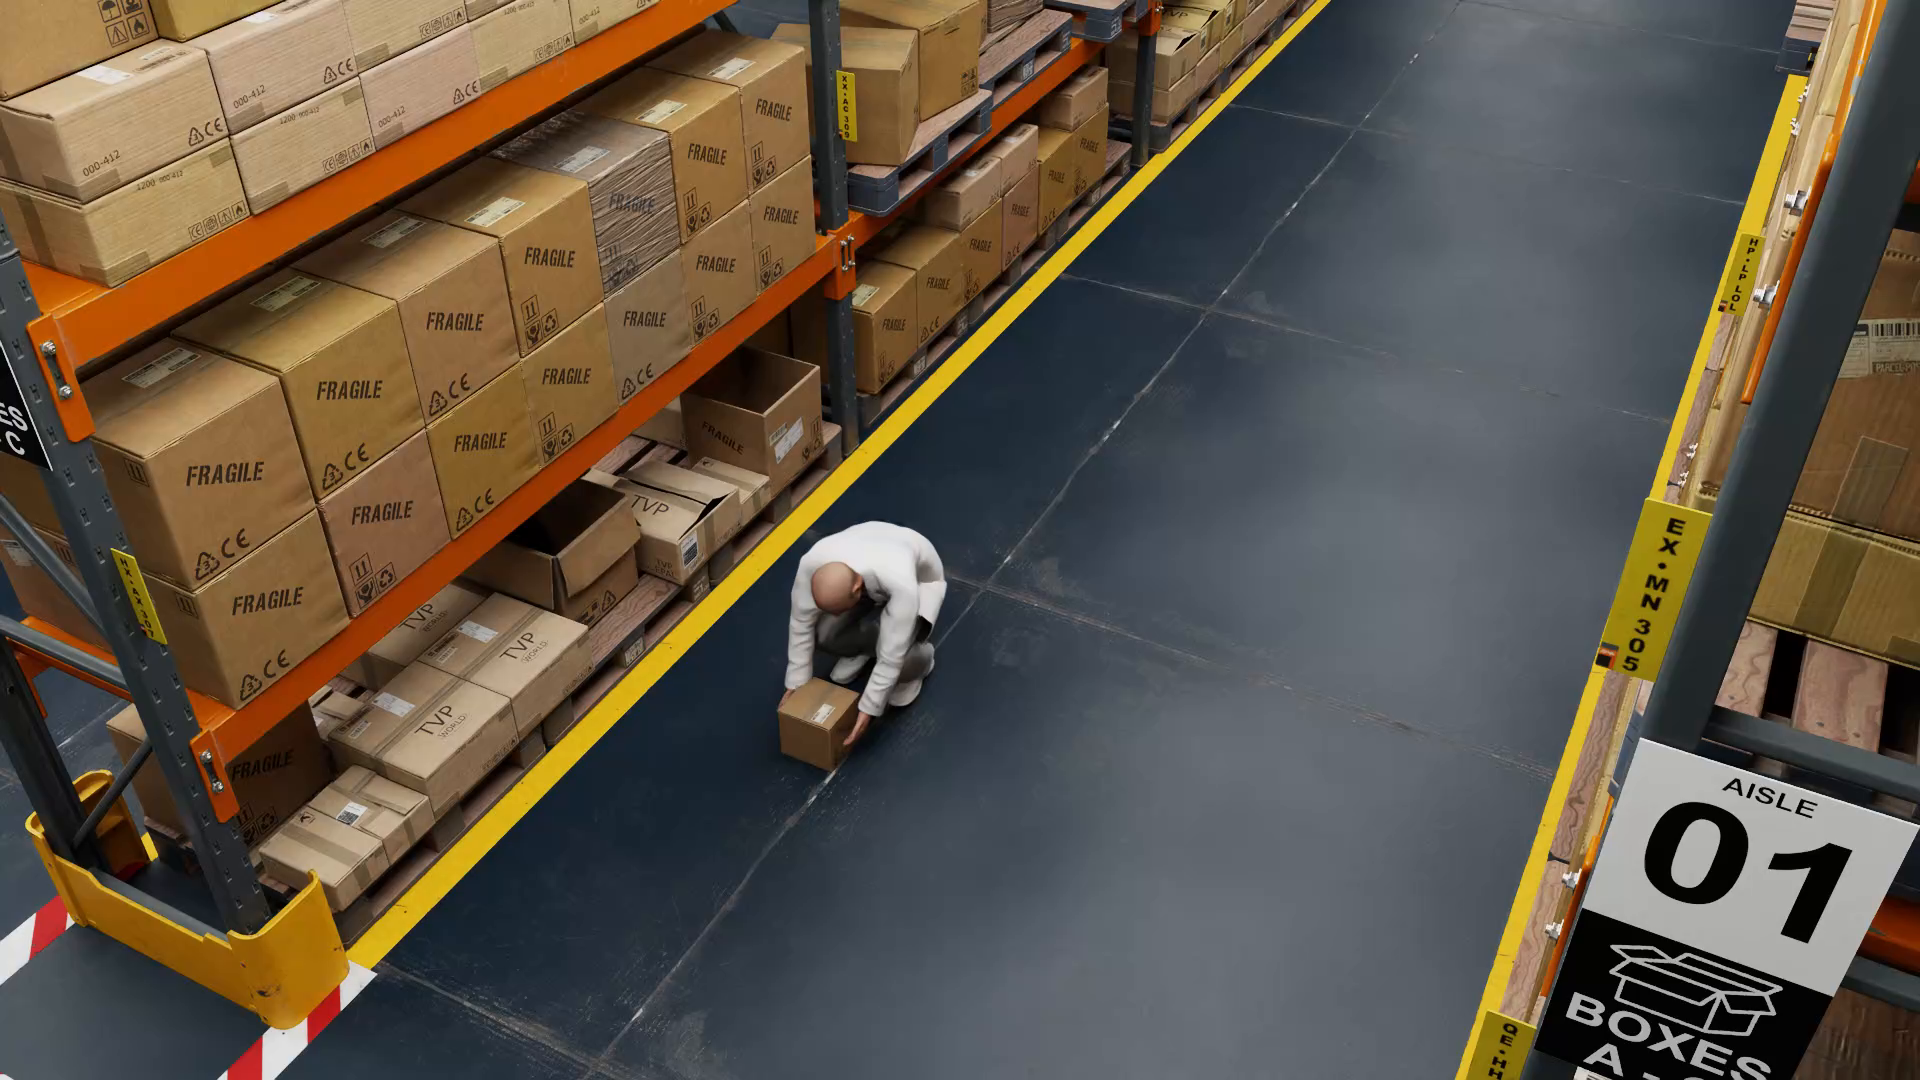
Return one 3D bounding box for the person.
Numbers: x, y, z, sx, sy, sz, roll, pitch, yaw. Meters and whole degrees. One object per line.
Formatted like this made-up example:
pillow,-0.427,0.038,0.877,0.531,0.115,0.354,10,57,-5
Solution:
person,-0.389,0.303,7.052,0.609,0.947,0.913,20,42,24
